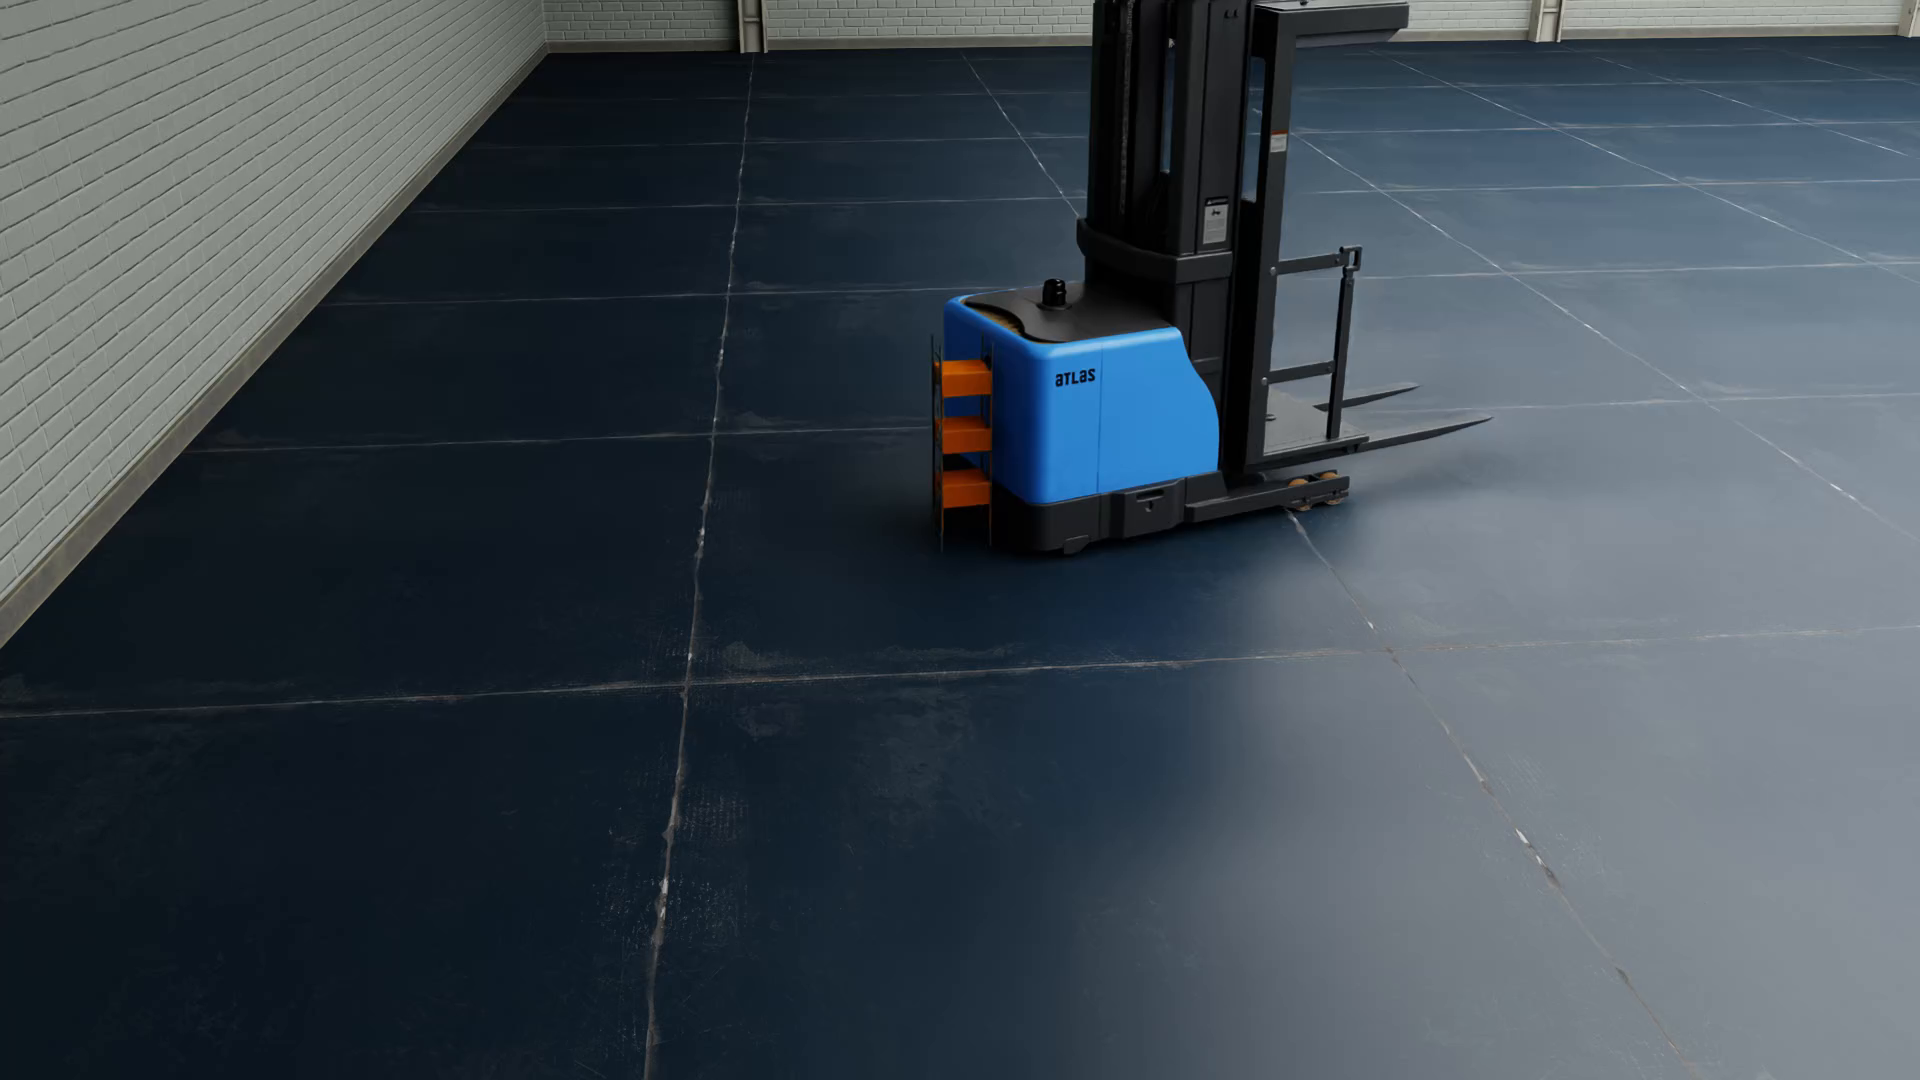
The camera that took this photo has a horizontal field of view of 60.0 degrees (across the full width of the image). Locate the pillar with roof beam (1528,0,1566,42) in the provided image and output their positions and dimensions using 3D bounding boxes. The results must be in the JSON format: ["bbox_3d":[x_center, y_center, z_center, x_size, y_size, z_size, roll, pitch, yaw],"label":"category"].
[{"bbox_3d":[9.348,-10.006,19.682,0.400,9.000,9.100,-2,24,-5],"label":"pillar with roof beam"}]

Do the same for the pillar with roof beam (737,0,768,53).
[{"bbox_3d":[-2.594,-9.526,18.604,0.400,9.000,9.100,-2,24,-5],"label":"pillar with roof beam"}]

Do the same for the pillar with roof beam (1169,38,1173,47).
[{"bbox_3d":[3.377,-9.766,19.143,0.400,9.000,9.100,-2,24,-5],"label":"pillar with roof beam"}]

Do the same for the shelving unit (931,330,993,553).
[{"bbox_3d":[0.009,-0.466,8.006,0.252,1.050,0.215,-5,25,-12],"label":"shelving unit"}]

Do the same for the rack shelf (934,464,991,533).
[{"bbox_3d":[0.009,-0.202,8.123,0.240,0.259,0.215,-5,25,-12],"label":"rack shelf"}]

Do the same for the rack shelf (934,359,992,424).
[{"bbox_3d":[0.009,-0.716,7.895,0.240,0.259,0.215,-5,25,-12],"label":"rack shelf"}]

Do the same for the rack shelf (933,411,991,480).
[{"bbox_3d":[0.009,-0.456,8.010,0.240,0.259,0.215,-5,25,-12],"label":"rack shelf"}]

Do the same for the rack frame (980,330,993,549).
[{"bbox_3d":[0.128,-0.477,8.031,0.008,1.050,0.200,-5,25,-12],"label":"rack frame"}]

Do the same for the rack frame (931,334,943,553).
[{"bbox_3d":[-0.109,-0.455,7.980,0.008,1.050,0.200,-5,25,-12],"label":"rack frame"}]

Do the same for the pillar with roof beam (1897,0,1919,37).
[{"bbox_3d":[15.319,-10.245,20.220,0.400,9.000,9.100,-2,24,-5],"label":"pillar with roof beam"}]

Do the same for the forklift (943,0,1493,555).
[{"bbox_3d":[1.457,-1.666,8.390,3.031,2.935,1.130,-11,26,-24],"label":"forklift"}]
